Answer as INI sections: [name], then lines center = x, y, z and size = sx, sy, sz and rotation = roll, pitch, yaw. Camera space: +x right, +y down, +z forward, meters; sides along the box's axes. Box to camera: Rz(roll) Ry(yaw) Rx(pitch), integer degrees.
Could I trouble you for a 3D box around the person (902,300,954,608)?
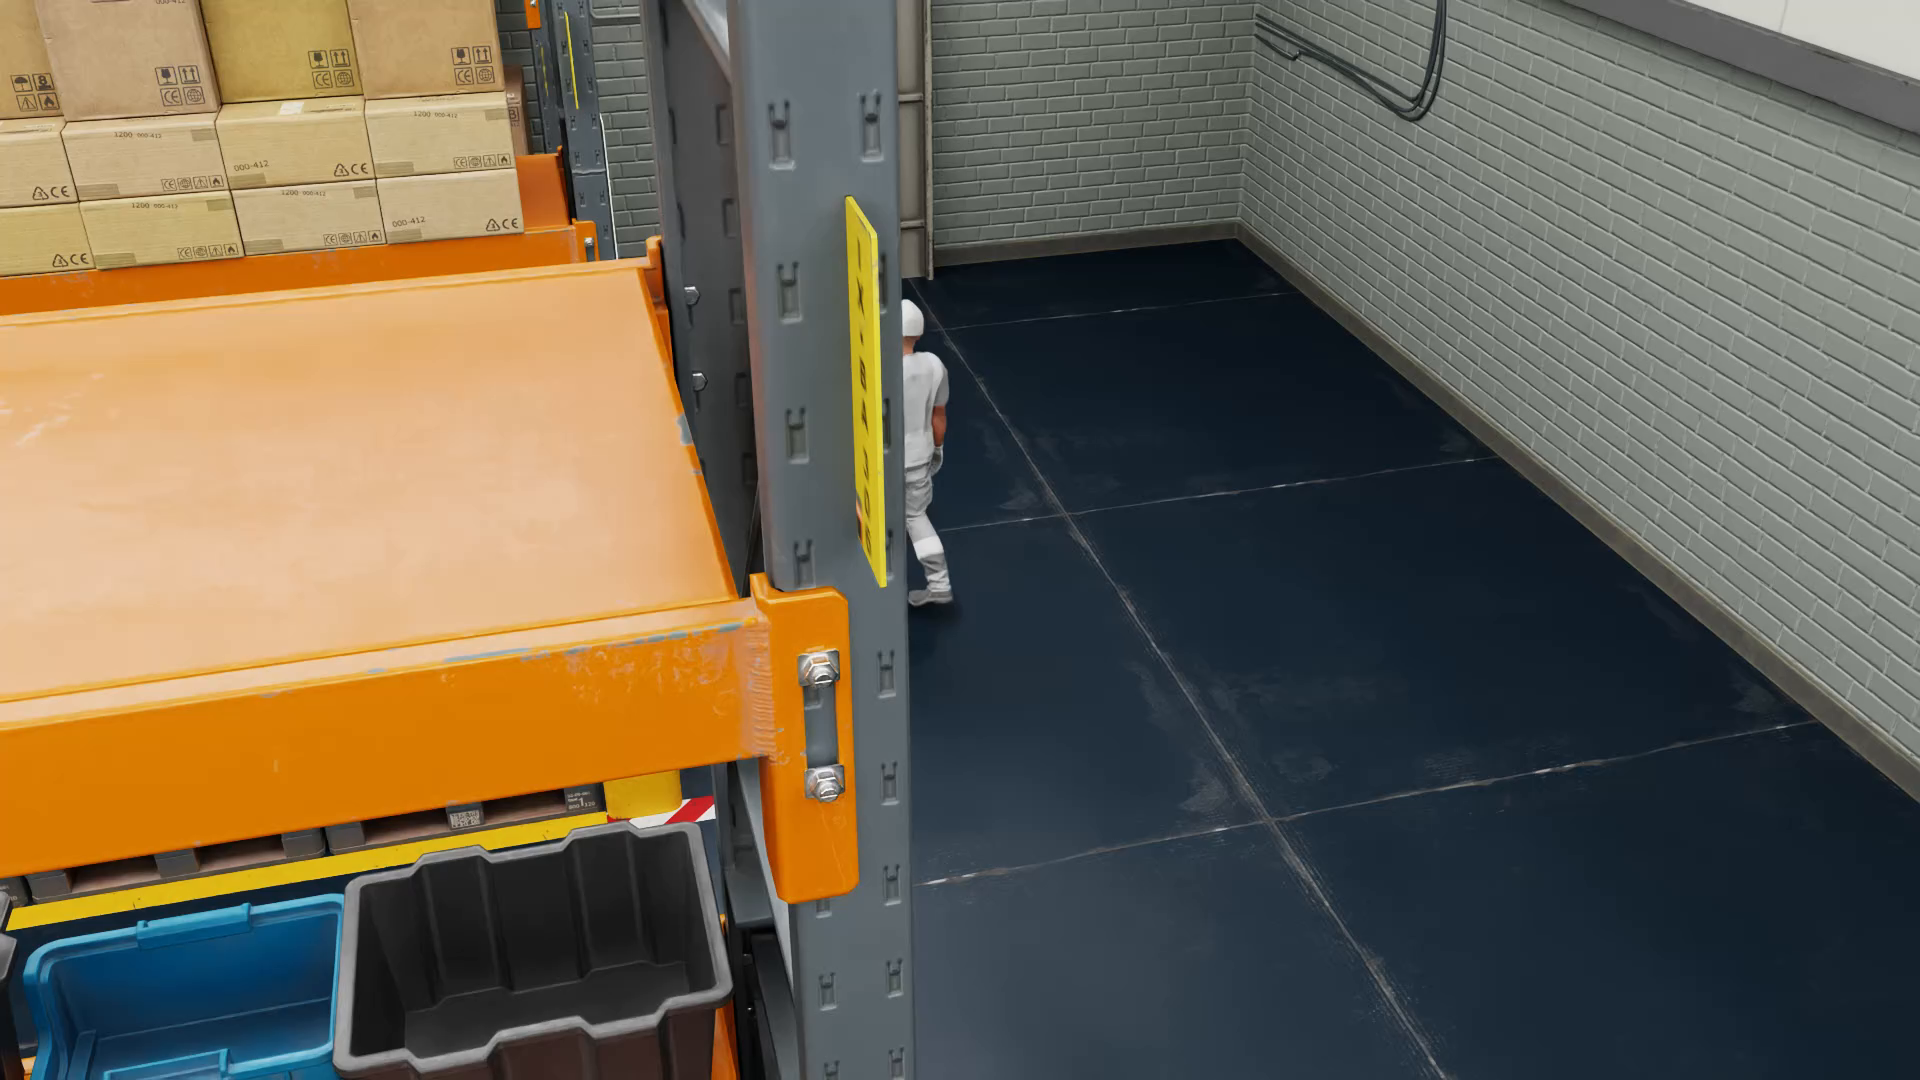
[person]
center = -0.341, -0.425, 8.832
size = 0.585, 1.782, 0.670
rotation = -16, 34, -26
